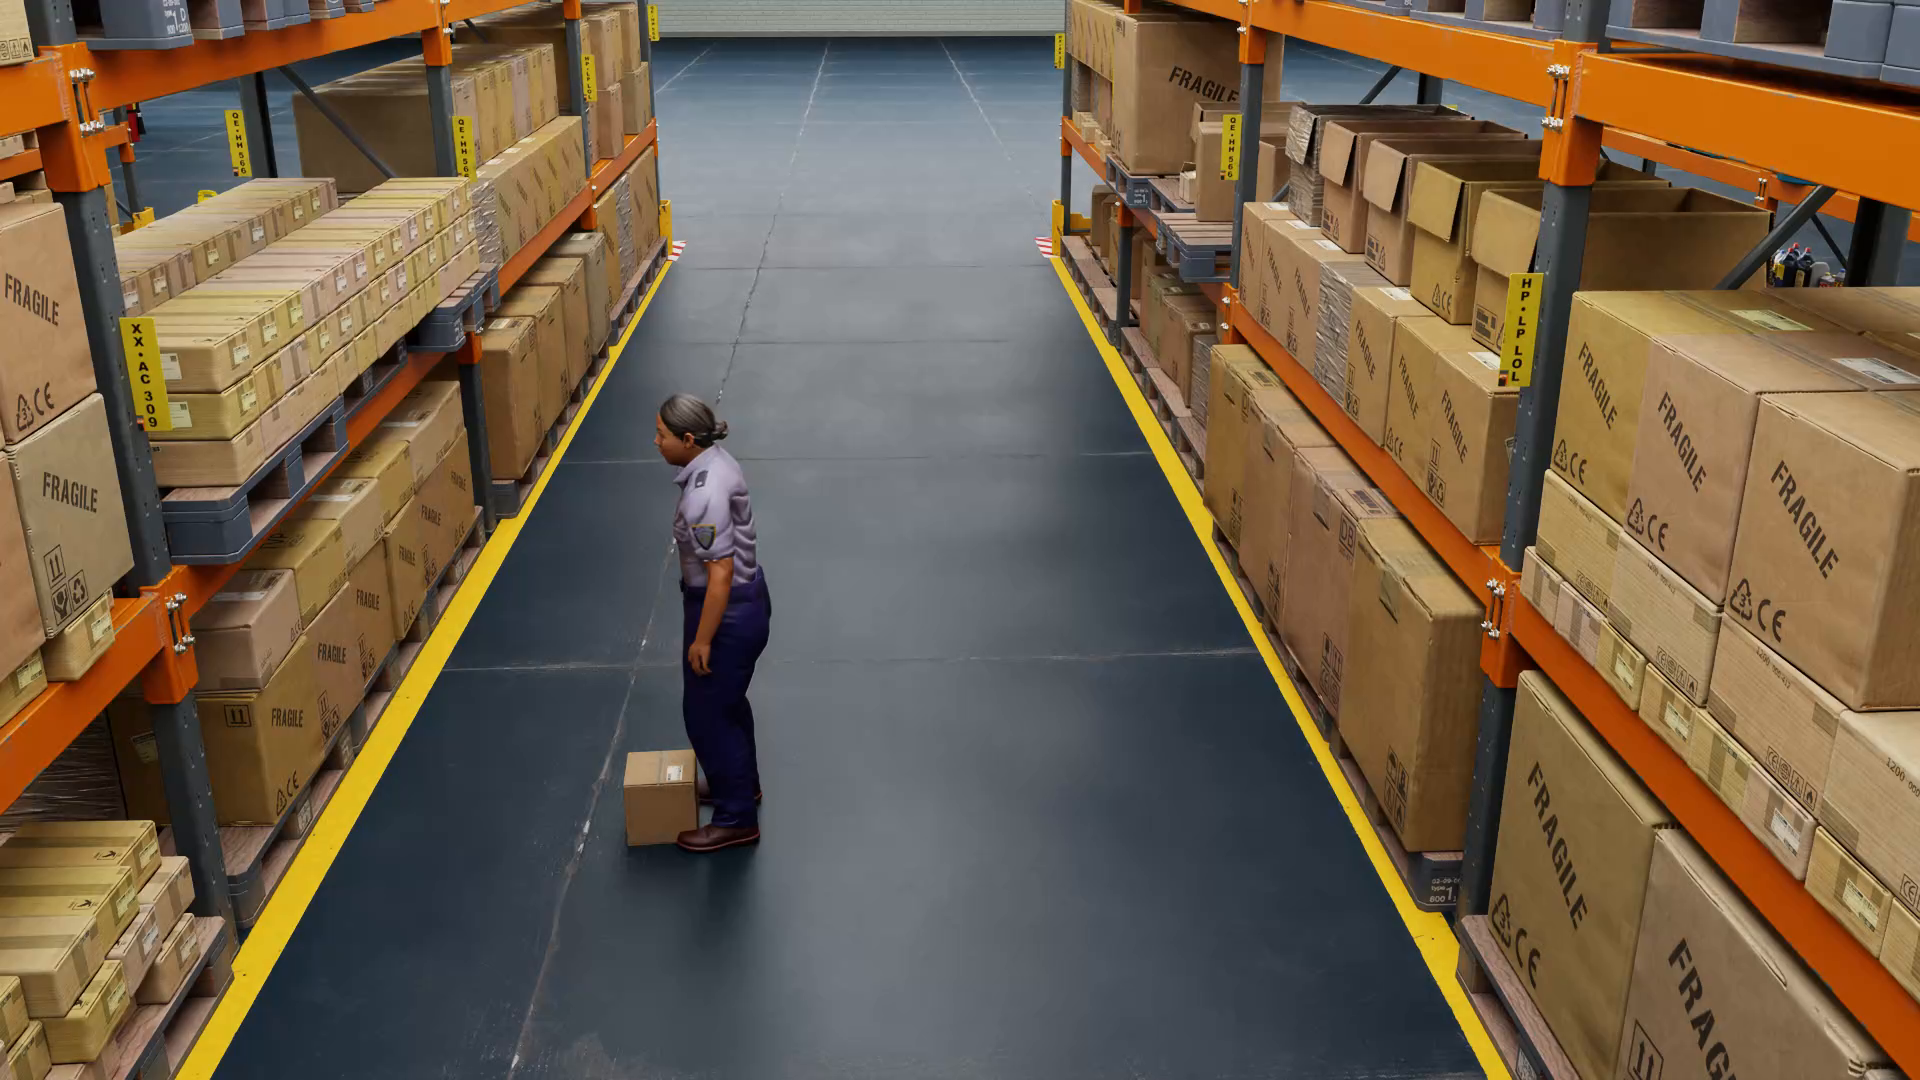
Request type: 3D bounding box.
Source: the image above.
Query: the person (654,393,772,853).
[{"bbox_3d":[-0.852,0.281,5.859,0.368,1.638,0.541,-1,21,-3],"label":"person"}]
